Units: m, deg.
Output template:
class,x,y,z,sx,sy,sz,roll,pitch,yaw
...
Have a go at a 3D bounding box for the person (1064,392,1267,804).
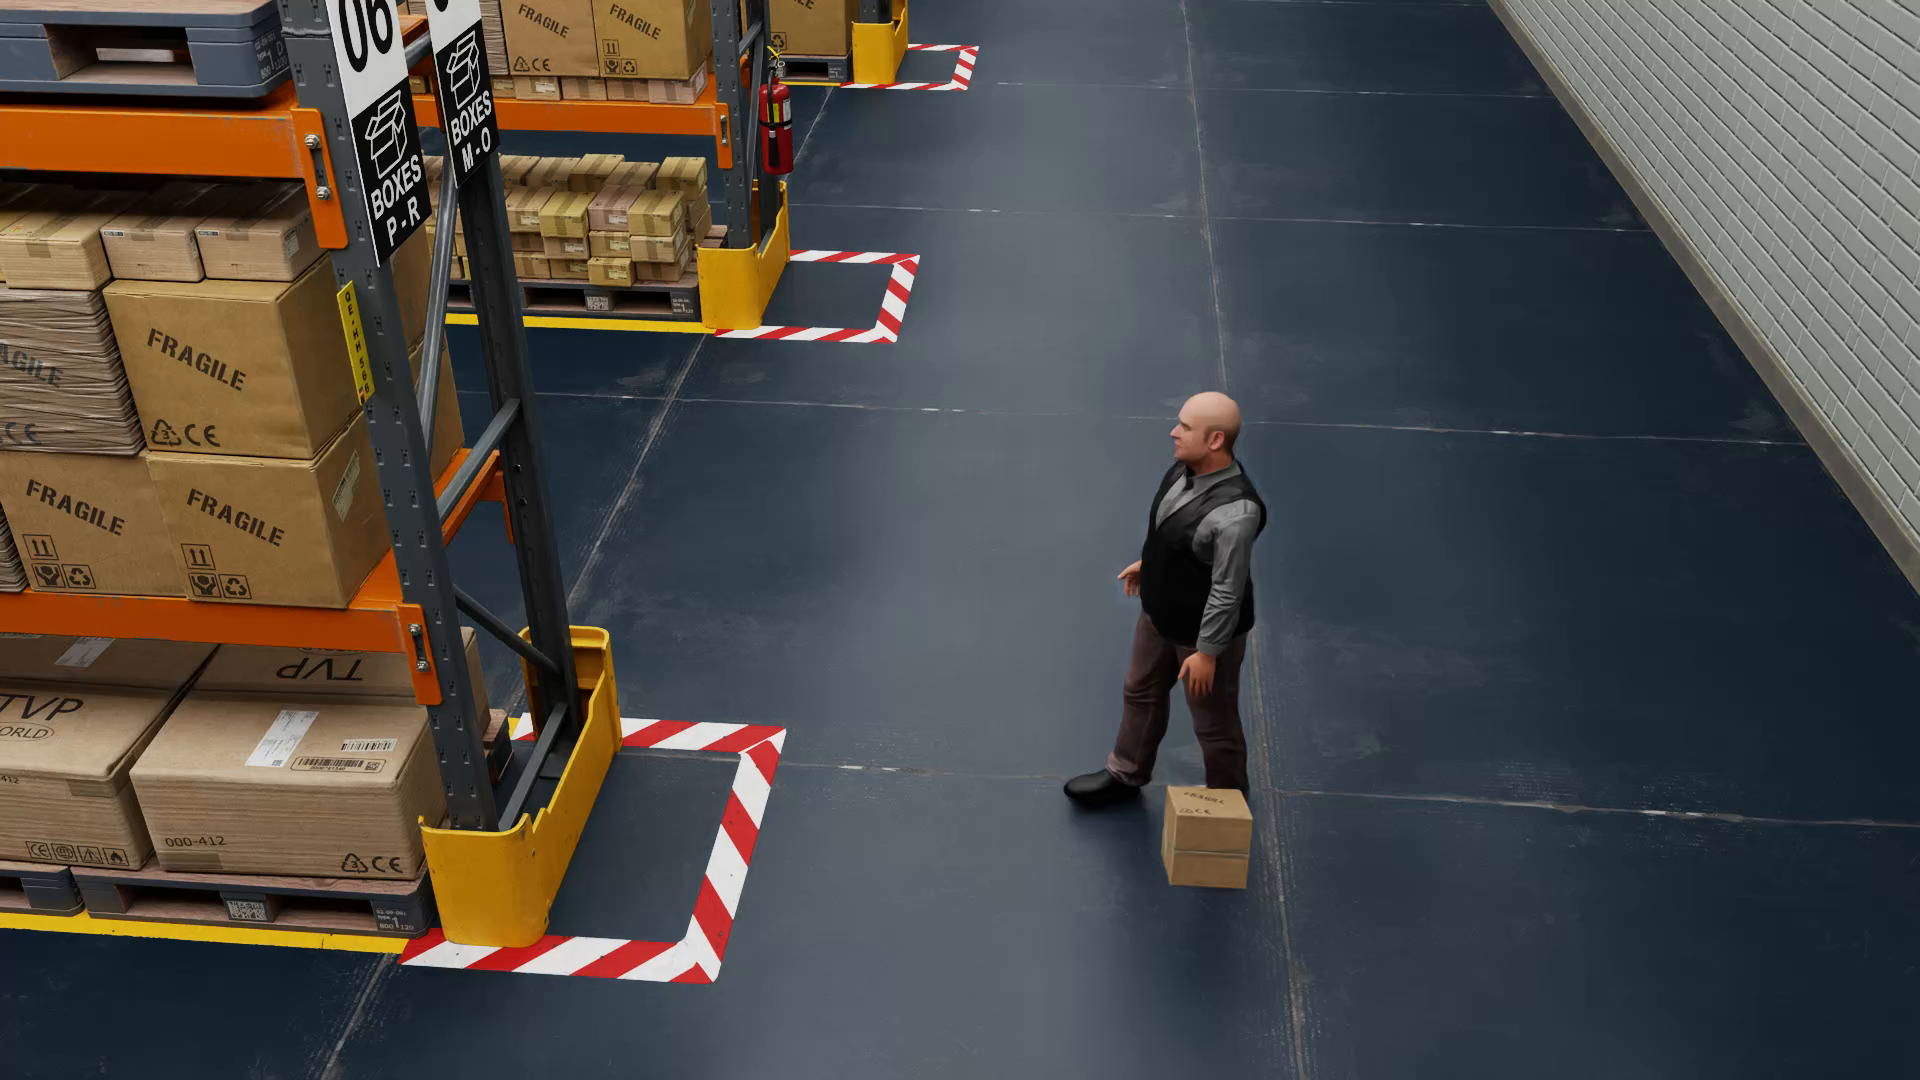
class,x,y,z,sx,sy,sz,roll,pitch,yaw
person,0.720,0.267,5.698,0.611,1.718,0.669,-9,33,-14
